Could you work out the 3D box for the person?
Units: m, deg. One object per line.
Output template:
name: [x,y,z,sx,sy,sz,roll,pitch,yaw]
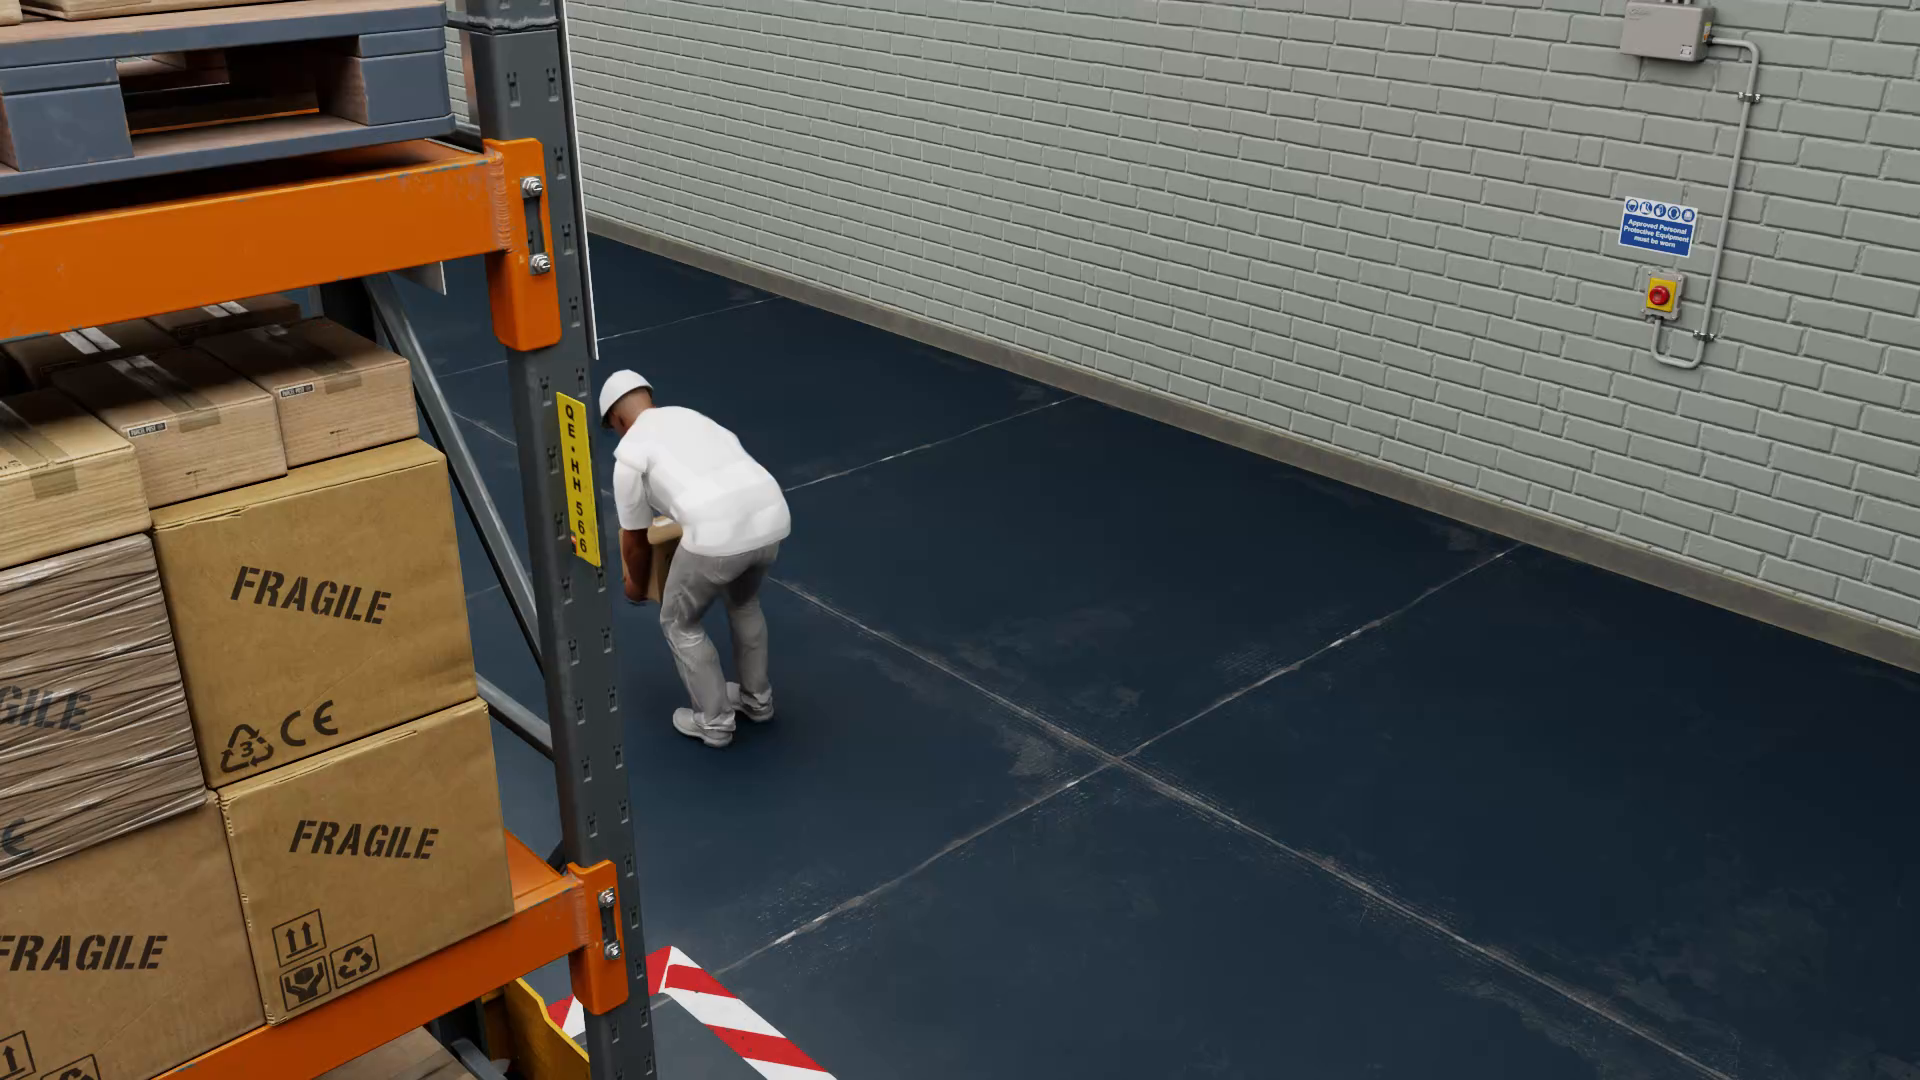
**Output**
person: [-1.053,0.060,6.455,0.912,1.342,0.491,22,32,40]
